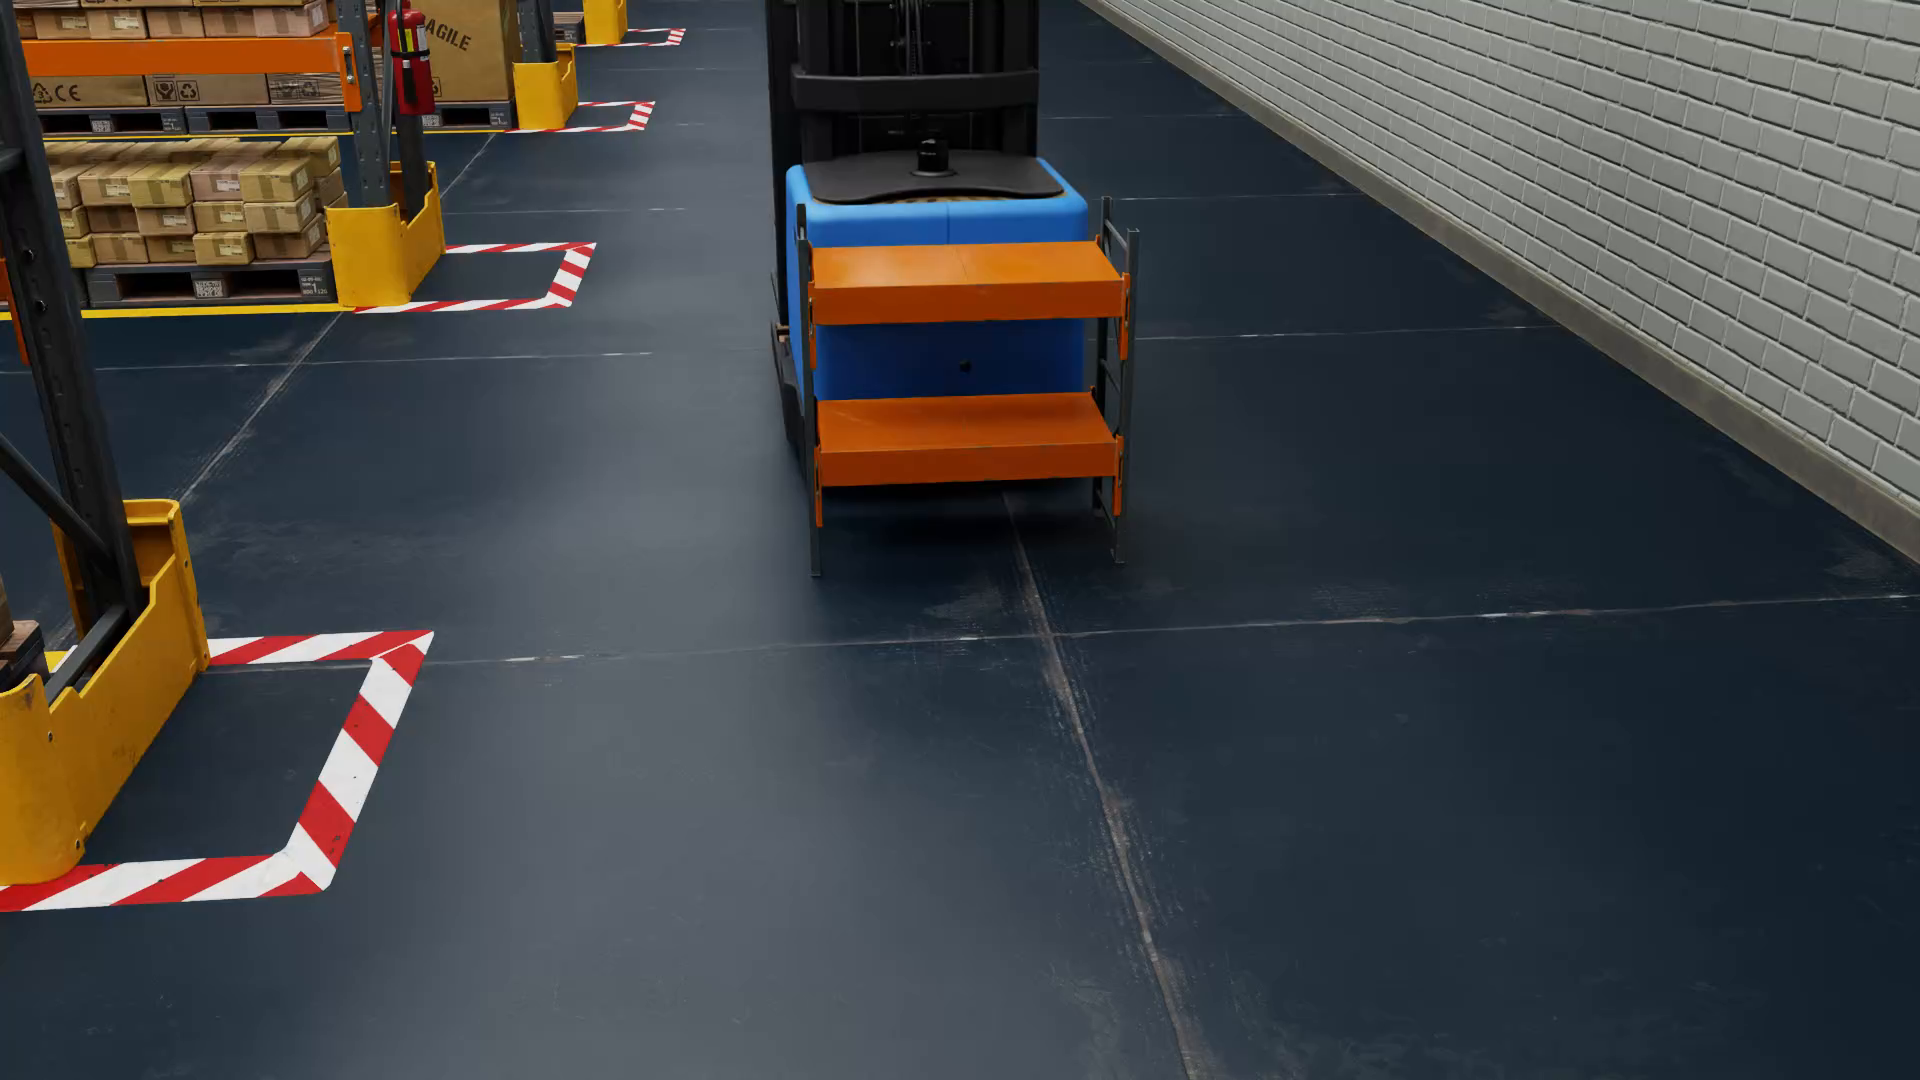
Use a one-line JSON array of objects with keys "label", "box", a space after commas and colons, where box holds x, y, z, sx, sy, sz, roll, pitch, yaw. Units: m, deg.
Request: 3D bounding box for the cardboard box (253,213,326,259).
[{"label": "cardboard box", "box": [-3.459, -1.571, 8.584, 0.250, 0.149, 0.380, -2, 24, -4]}]

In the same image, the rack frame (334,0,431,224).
[{"label": "rack frame", "box": [-2.955, -2.787, 8.327, 0.127, 3.000, 1.000, -2, 24, -5]}]

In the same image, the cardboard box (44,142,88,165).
[{"label": "cardboard box", "box": [-4.818, -2.004, 8.825, 0.250, 0.149, 0.380, -2, 24, -4]}]

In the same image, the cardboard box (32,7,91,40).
[{"label": "cardboard box", "box": [-4.268, -2.516, 8.026, 0.250, 0.149, 0.380, -3, 24, -7]}]

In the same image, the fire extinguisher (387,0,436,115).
[{"label": "fire extinguisher", "box": [-2.659, -2.405, 8.021, 0.183, 0.674, 0.296, -2, 24, -5]}]

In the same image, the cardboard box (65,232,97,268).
[{"label": "cardboard box", "box": [-4.468, -1.493, 8.409, 0.250, 0.149, 0.380, -3, 24, -8]}]

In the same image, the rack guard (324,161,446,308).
[{"label": "rack guard", "box": [-3.031, -1.642, 8.828, 0.348, 0.500, 1.175, -2, 24, -5]}]

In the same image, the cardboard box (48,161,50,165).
[{"label": "cardboard box", "box": [-4.757, -1.792, 8.349, 0.250, 0.149, 0.380, -3, 24, -7]}]

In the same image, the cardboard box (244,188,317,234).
[{"label": "cardboard box", "box": [-3.452, -1.675, 8.453, 0.250, 0.149, 0.380, -3, 24, -7]}]

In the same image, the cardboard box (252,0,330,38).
[{"label": "cardboard box", "box": [-3.252, -2.545, 8.091, 0.250, 0.149, 0.380, -2, 24, -5]}]

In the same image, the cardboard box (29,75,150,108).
[{"label": "cardboard box", "box": [-6.658, -3.851, 12.820, 0.875, 0.875, 0.875, -2, 24, -5]}]

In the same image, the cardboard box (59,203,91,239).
[{"label": "cardboard box", "box": [-4.483, -1.628, 8.347, 0.250, 0.149, 0.380, -2, 24, -4]}]

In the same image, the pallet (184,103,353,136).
[{"label": "pallet", "box": [-5.342, -3.410, 13.163, 1.213, 0.211, 1.003, -2, 24, -5]}]

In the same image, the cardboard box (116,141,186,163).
[{"label": "cardboard box", "box": [-4.275, -2.003, 8.824, 0.250, 0.149, 0.380, -3, 24, -8]}]

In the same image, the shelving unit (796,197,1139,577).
[{"label": "shelving unit", "box": [0.007, -0.514, 5.522, 1.048, 1.125, 0.538, -2, 24, -5]}]

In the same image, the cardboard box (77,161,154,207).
[{"label": "cardboard box", "box": [-4.222, -1.791, 8.347, 0.250, 0.149, 0.380, -3, 24, -7]}]

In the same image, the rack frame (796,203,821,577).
[{"label": "rack frame", "box": [-0.499, -0.494, 5.476, 0.032, 1.125, 0.500, -2, 24, -5]}]

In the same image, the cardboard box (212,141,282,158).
[{"label": "cardboard box", "box": [-3.773, -2.005, 8.827, 0.250, 0.149, 0.380, -2, 24, -4]}]

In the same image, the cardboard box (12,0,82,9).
[{"label": "cardboard box", "box": [-4.394, -2.804, 7.876, 0.500, 0.500, 0.500, -2, 24, -5]}]

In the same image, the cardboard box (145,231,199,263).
[{"label": "cardboard box", "box": [-3.976, -1.544, 8.523, 0.250, 0.149, 0.380, -2, 24, -5]}]

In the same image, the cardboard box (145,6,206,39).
[{"label": "cardboard box", "box": [-3.751, -2.534, 8.067, 0.250, 0.149, 0.380, -3, 24, -6]}]

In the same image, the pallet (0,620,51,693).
[{"label": "pallet", "box": [-3.156, 0.548, 4.258, 1.213, 0.211, 1.003, -2, 24, -5]}]

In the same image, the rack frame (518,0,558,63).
[{"label": "rack frame", "box": [-3.342, -4.796, 12.846, 0.127, 3.000, 1.000, -2, 24, -5]}]

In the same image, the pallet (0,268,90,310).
[{"label": "pallet", "box": [-5.054, -1.444, 8.739, 1.213, 0.211, 1.003, -2, 24, -5]}]

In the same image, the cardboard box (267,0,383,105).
[{"label": "cardboard box", "box": [-4.877, -3.922, 12.981, 0.875, 0.875, 0.875, -2, 24, -5]}]

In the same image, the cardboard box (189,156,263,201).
[{"label": "cardboard box", "box": [-3.713, -1.837, 8.451, 0.250, 0.149, 0.380, -2, 24, -4]}]

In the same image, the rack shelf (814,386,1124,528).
[{"label": "rack shelf", "box": [0.007, -0.291, 5.621, 1.000, 0.278, 0.538, -2, 24, -5]}]

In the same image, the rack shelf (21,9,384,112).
[{"label": "rack shelf", "box": [-4.946, -2.378, 8.293, 4.000, 0.370, 1.077, -2, 24, -5]}]

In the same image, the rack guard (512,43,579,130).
[{"label": "rack guard", "box": [-3.318, -3.654, 13.356, 0.348, 0.500, 1.175, -2, 24, -5]}]

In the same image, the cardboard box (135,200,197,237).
[{"label": "cardboard box", "box": [-3.969, -1.654, 8.405, 0.250, 0.149, 0.380, -3, 24, -7]}]

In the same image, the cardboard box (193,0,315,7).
[{"label": "cardboard box", "box": [-3.377, -2.846, 7.972, 0.500, 0.500, 0.500, -2, 24, -4]}]

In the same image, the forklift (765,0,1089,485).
[{"label": "forklift", "box": [-0.265, -2.102, 6.871, 1.130, 2.935, 3.031, -4, 24, -8]}]
